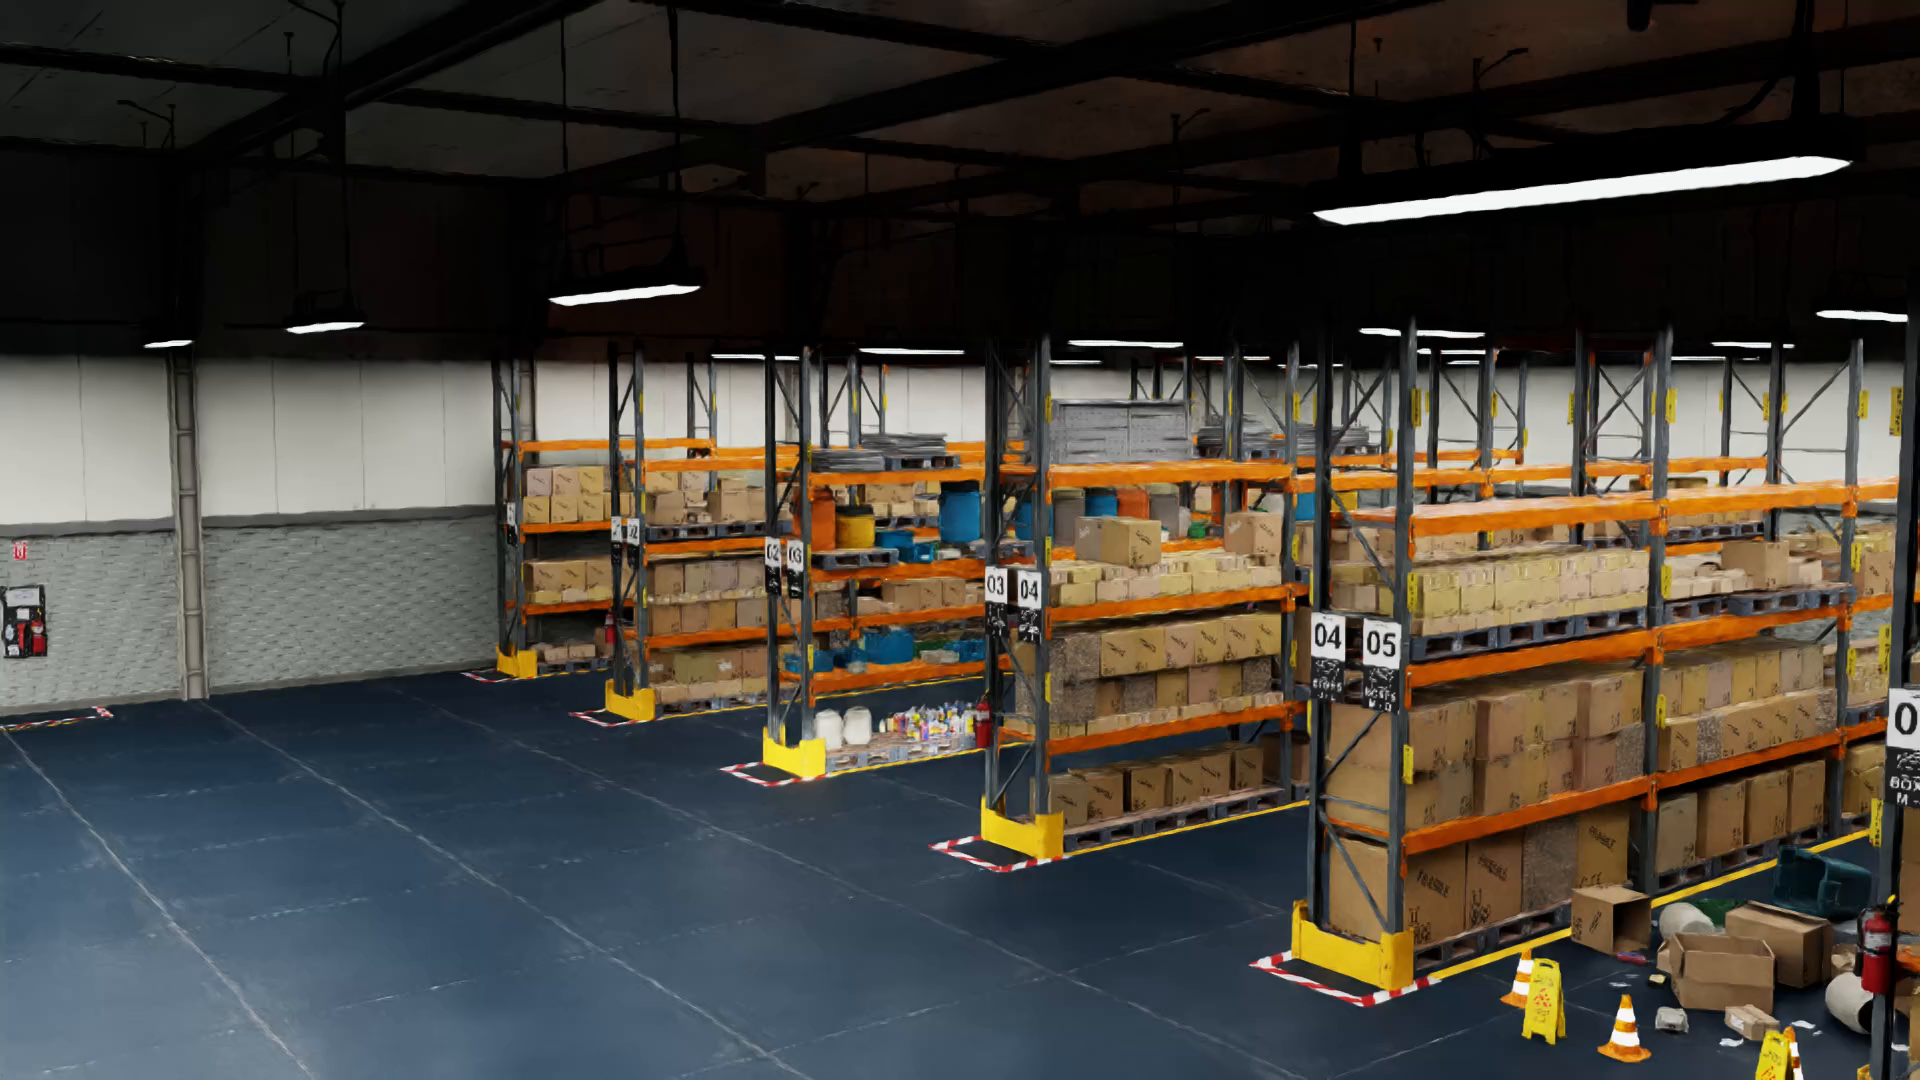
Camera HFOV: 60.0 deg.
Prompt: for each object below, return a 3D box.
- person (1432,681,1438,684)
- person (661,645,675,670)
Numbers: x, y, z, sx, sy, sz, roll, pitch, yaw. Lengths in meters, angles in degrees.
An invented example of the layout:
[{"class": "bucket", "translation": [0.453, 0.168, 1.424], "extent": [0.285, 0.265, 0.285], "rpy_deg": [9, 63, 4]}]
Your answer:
[{"class": "person", "translation": [6.107, 2.464, 21.060], "extent": [0.710, 1.702, 0.836], "rpy_deg": [4, 6, 37]}, {"class": "person", "translation": [-5.411, 1.612, 30.609], "extent": [0.737, 1.714, 0.889], "rpy_deg": [4, 6, 35]}]
